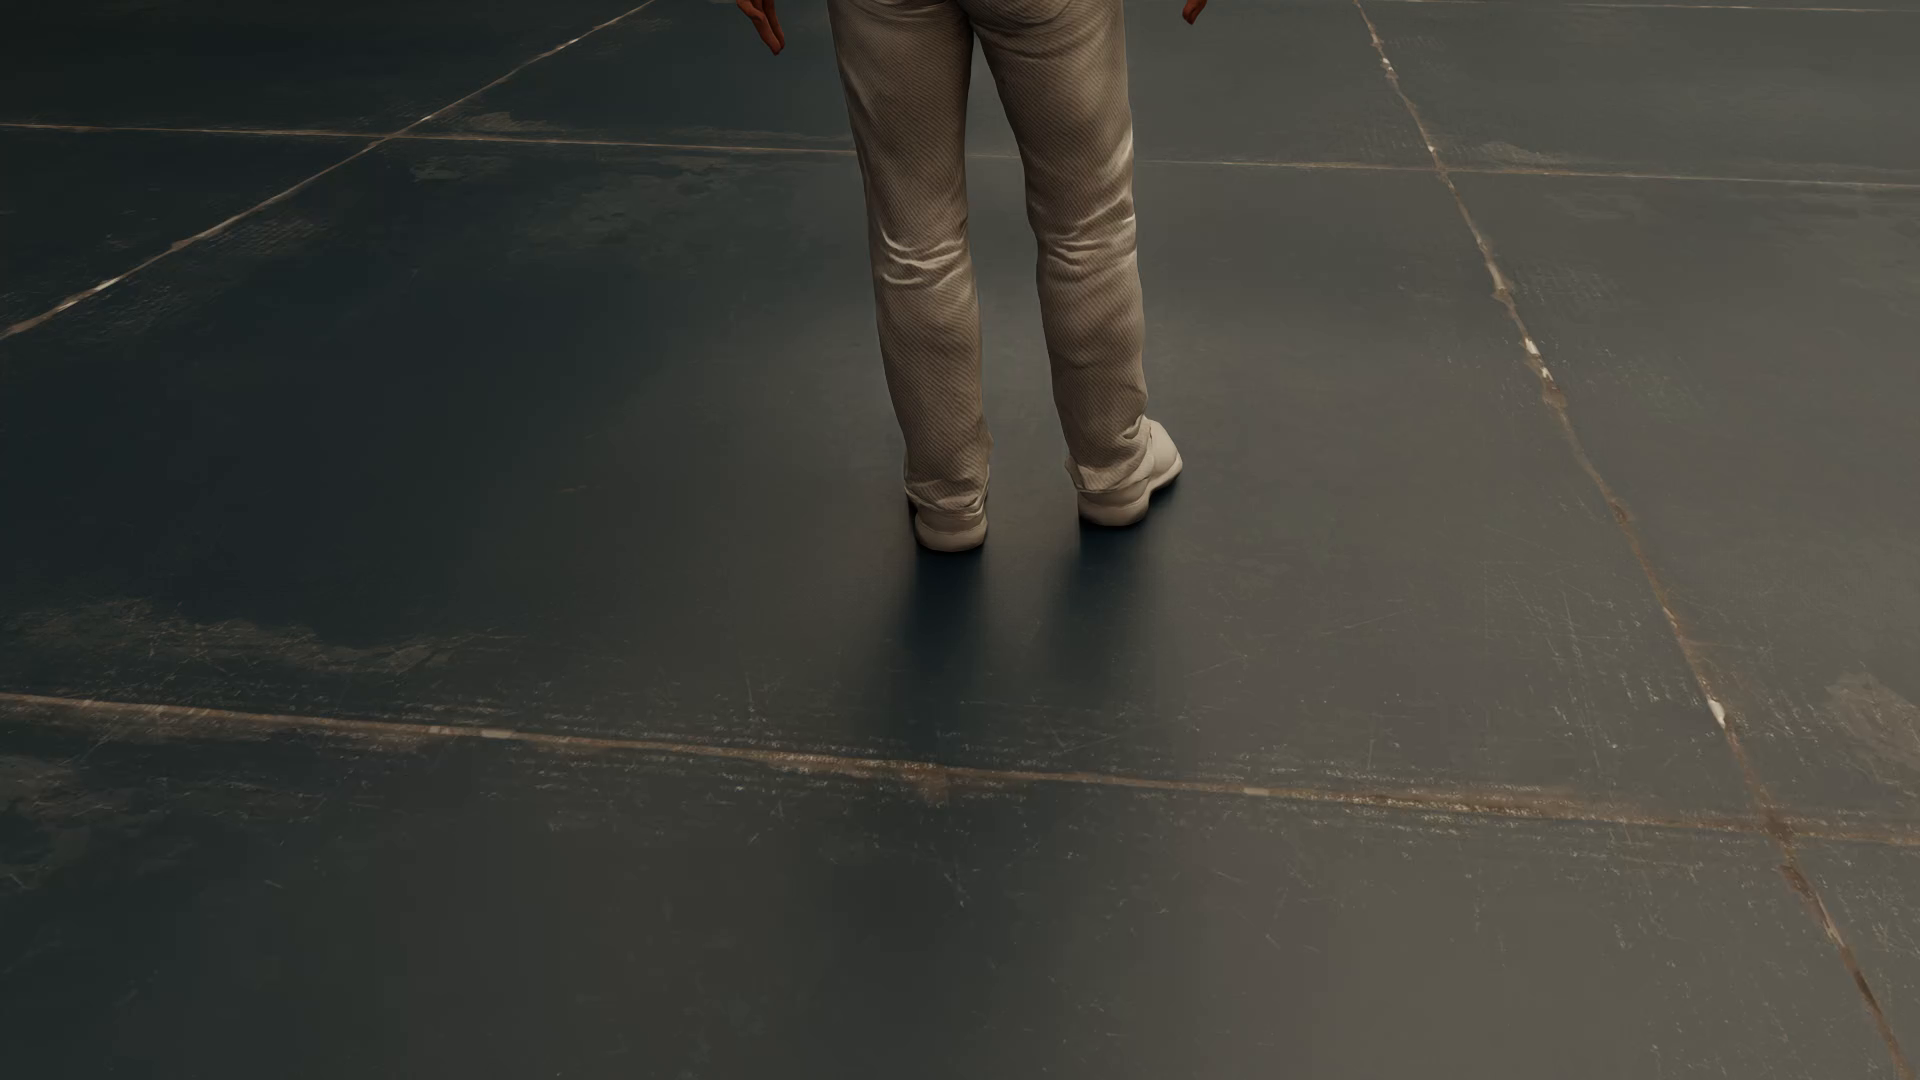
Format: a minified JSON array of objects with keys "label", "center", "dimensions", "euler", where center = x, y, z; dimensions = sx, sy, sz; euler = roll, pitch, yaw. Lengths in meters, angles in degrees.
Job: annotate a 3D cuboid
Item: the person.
[{"label":"person","center":[0.015,-0.827,2.163],"dimensions":[0.665,1.765,0.577],"euler":[3,27,7]}]
